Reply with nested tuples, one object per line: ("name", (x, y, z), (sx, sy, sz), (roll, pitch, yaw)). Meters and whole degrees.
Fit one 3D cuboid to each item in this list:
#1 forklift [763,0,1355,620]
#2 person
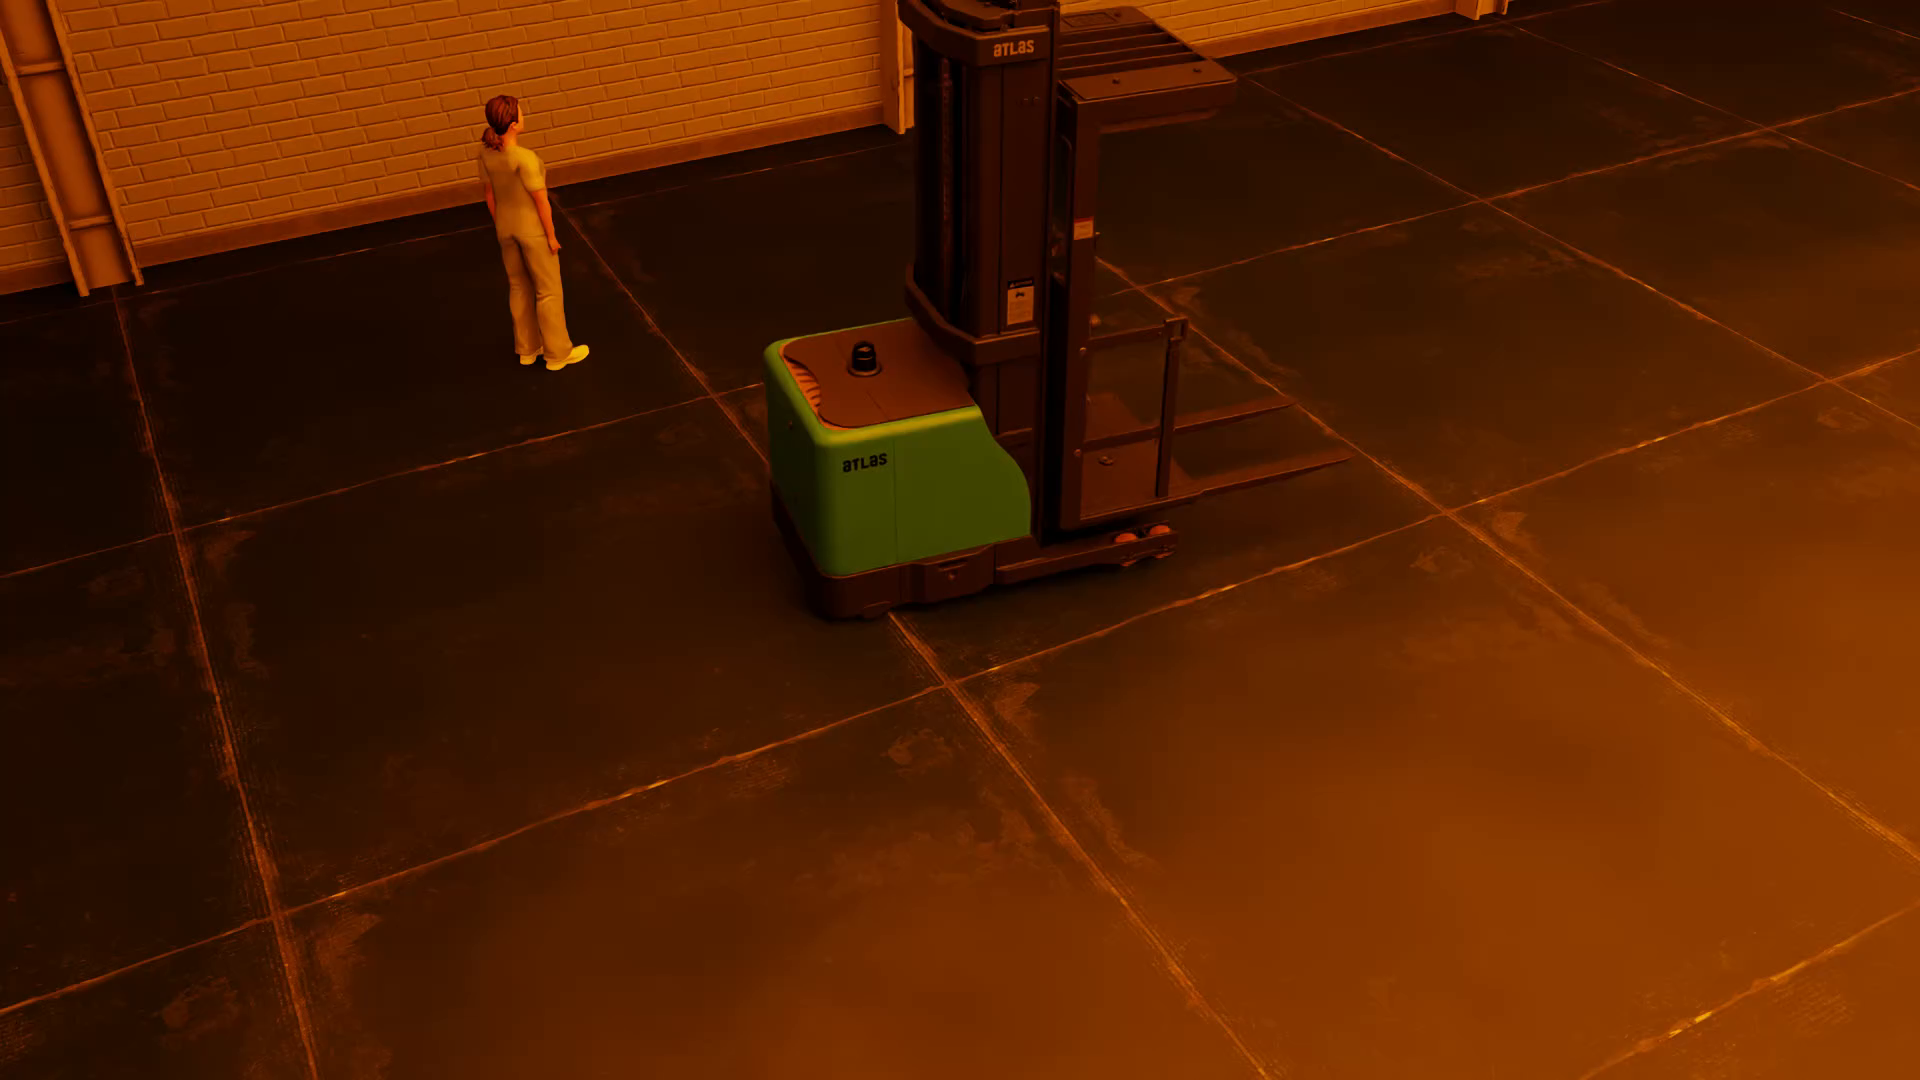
("forklift", (0.587, -1.338, 8.015), (3.031, 2.935, 1.130), (-12, 37, -17))
("person", (-2.544, -1.798, 9.756), (0.437, 1.673, 0.369), (17, 39, 22))
